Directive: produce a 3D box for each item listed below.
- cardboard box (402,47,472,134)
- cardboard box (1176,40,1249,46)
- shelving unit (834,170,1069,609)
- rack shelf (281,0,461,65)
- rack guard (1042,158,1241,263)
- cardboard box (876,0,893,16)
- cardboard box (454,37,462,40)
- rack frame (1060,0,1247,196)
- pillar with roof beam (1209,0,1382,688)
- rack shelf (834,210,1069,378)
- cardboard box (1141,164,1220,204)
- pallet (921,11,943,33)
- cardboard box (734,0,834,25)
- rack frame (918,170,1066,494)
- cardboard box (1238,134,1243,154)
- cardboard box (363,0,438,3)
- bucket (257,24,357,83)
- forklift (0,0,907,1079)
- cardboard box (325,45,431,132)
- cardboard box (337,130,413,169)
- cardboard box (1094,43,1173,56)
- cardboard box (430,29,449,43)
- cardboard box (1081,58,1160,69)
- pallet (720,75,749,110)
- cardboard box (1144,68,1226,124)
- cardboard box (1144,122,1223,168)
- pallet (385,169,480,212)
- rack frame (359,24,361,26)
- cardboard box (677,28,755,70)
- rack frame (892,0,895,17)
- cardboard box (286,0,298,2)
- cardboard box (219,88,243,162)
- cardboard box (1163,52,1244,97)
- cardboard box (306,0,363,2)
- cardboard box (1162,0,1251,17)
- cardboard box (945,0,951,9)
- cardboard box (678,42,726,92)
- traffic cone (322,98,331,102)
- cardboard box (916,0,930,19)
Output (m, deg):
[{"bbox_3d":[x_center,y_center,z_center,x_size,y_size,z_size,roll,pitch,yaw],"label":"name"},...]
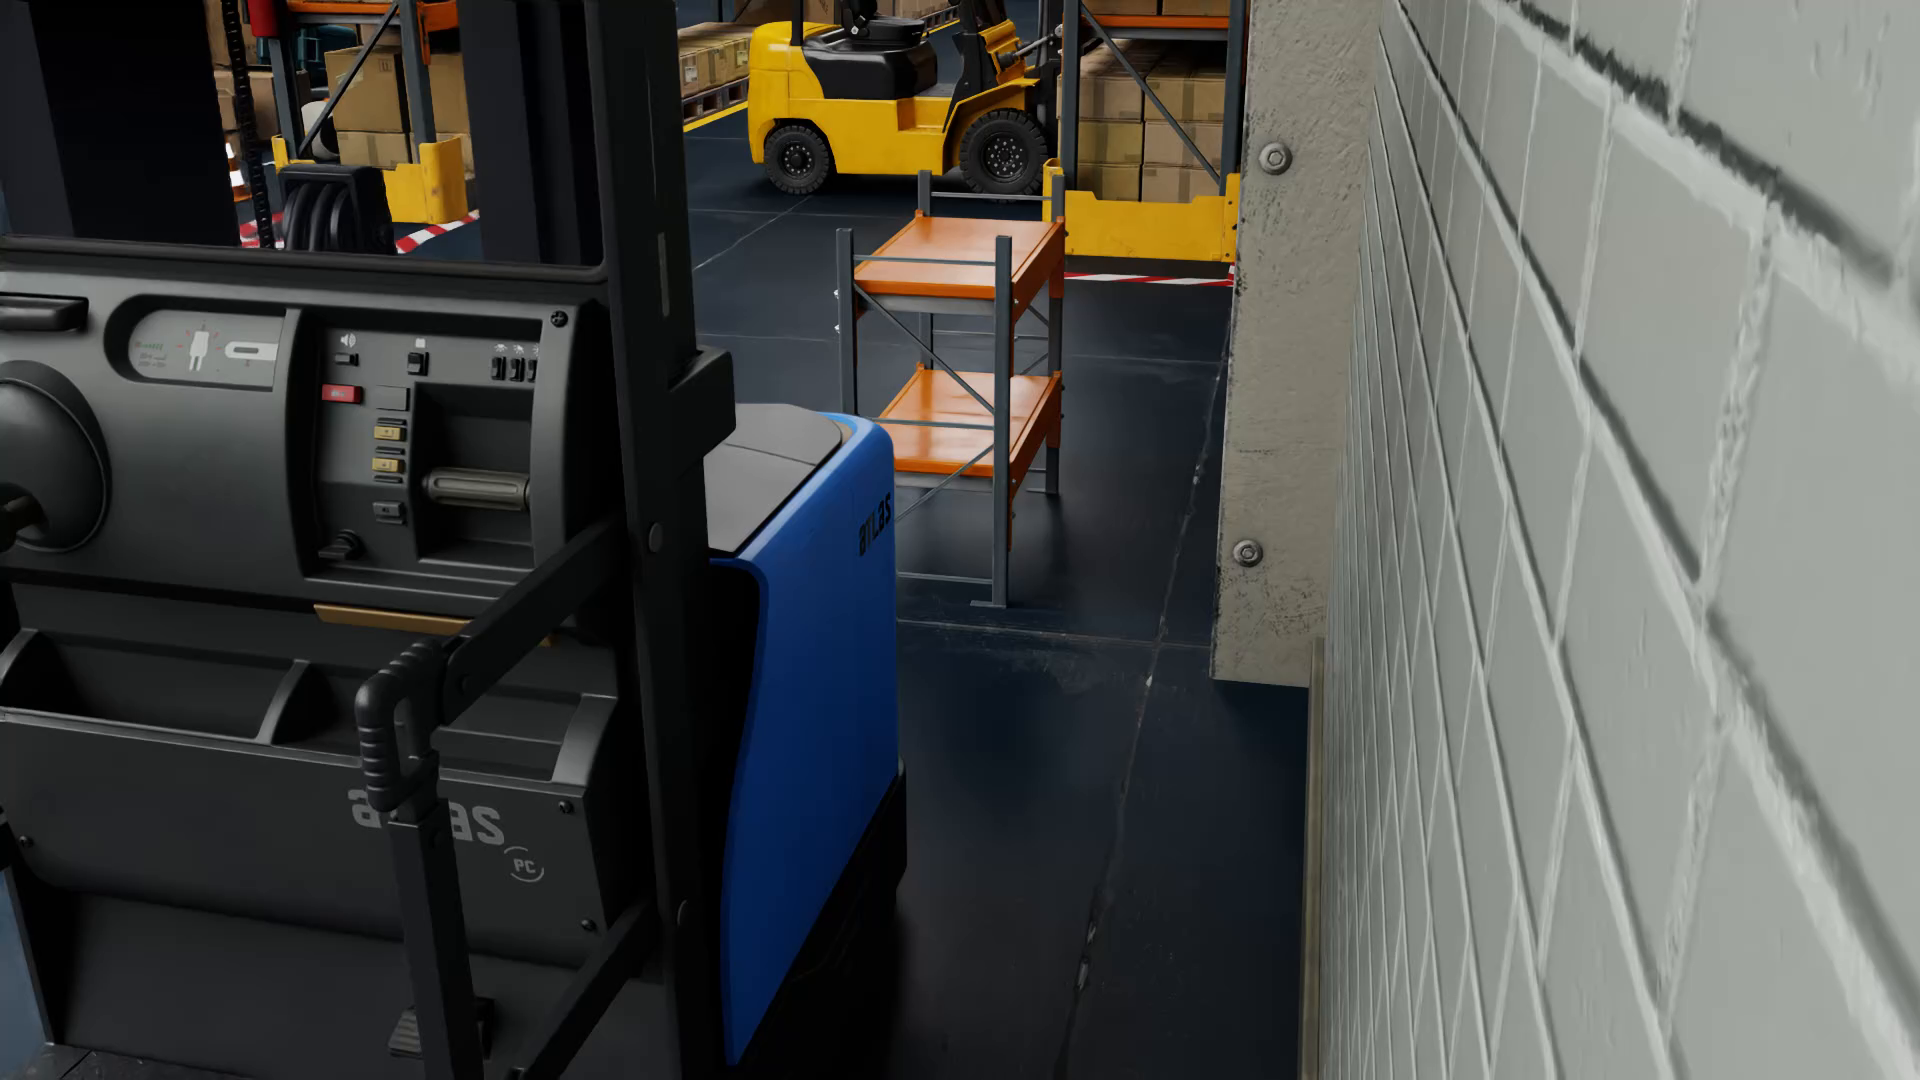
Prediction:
[{"bbox_3d":[-3.342,-3.006,11.097,0.500,0.500,0.500,4,22,9],"label":"cardboard box"},{"bbox_3d":[1.778,-3.360,11.641,0.500,0.250,0.500,5,22,11],"label":"cardboard box"},{"bbox_3d":[0.001,-0.524,5.329,0.538,1.125,1.048,4,22,11],"label":"shelving unit"},{"bbox_3d":[-3.374,-3.854,12.050,1.077,0.370,4.000,4,22,11],"label":"rack shelf"},{"bbox_3d":[1.073,-1.911,9.609,1.175,0.500,0.348,4,22,11],"label":"rack guard"},{"bbox_3d":[-1.382,-6.821,20.737,0.875,0.875,0.875,5,23,13],"label":"cardboard box"},{"bbox_3d":[-3.661,-3.411,12.103,0.500,0.500,0.500,4,22,10],"label":"cardboard box"},{"bbox_3d":[1.078,-3.079,9.163,1.000,3.000,0.127,4,22,11],"label":"rack frame"},{"bbox_3d":[-3.336,-4.182,3.871,9.100,9.000,0.400,4,22,11],"label":"pillar with roof beam"},{"bbox_3d":[0.001,-0.796,5.220,0.538,0.278,1.000,4,22,11],"label":"rack shelf"},{"bbox_3d":[1.370,-2.163,10.008,0.500,0.250,0.500,5,22,11],"label":"cardboard box"},{"bbox_3d":[-0.855,-7.271,23.304,1.003,0.211,1.213,4,22,11],"label":"pallet"},{"bbox_3d":[-1.927,-5.837,18.294,0.875,0.875,0.875,4,22,10],"label":"cardboard box"},{"bbox_3d":[0.105,-0.710,5.791,0.500,1.125,0.032,4,22,11],"label":"rack frame"},{"bbox_3d":[1.591,-2.532,10.924,0.500,0.250,0.500,4,22,10],"label":"cardboard box"},{"bbox_3d":[-3.510,-3.448,10.416,0.380,0.149,0.250,5,22,11],"label":"cardboard box"},{"bbox_3d":[-5.603,-4.221,14.345,0.726,0.611,0.620,13,15,29],"label":"bucket"},{"bbox_3d":[-0.958,-0.117,1.900,1.130,2.935,3.031,5,23,13],"label":"forklift"},{"bbox_3d":[-3.874,-3.036,11.172,0.500,0.500,0.500,5,22,11],"label":"cardboard box"},{"bbox_3d":[-3.876,-2.700,11.342,0.500,0.250,0.500,4,22,11],"label":"cardboard box"},{"bbox_3d":[1.169,-3.212,11.273,0.500,0.250,0.500,4,22,10],"label":"cardboard box"},{"bbox_3d":[-3.810,-3.568,11.624,0.380,0.149,0.250,5,22,12],"label":"cardboard box"},{"bbox_3d":[0.965,-2.842,10.354,0.500,0.250,0.500,5,22,12],"label":"cardboard box"},{"bbox_3d":[-2.562,-4.358,16.071,1.003,0.211,1.213,4,22,11],"label":"pallet"},{"bbox_3d":[1.361,-2.624,9.812,0.500,0.250,0.500,4,22,10],"label":"cardboard box"},{"bbox_3d":[1.377,-2.387,9.893,0.500,0.250,0.500,5,22,12],"label":"cardboard box"},{"bbox_3d":[-3.566,-2.485,11.421,1.003,0.211,1.213,4,22,11],"label":"pallet"},{"bbox_3d":[-7.016,-6.722,18.209,1.000,3.000,0.127,4,22,11],"label":"rack frame"},{"bbox_3d":[-2.417,-4.882,16.594,0.950,0.372,0.625,4,22,10],"label":"cardboard box"},{"bbox_3d":[-1.333,-7.845,20.997,1.000,3.000,0.127,4,22,11],"label":"rack frame"},{"bbox_3d":[-7.403,-5.338,17.221,1.050,0.750,0.750,5,22,12],"label":"cardboard box"},{"bbox_3d":[-5.902,-3.134,12.640,0.797,0.503,0.637,-11,25,-26],"label":"cardboard box"},{"bbox_3d":[1.572,-2.989,10.719,0.500,0.250,0.500,4,22,11],"label":"cardboard box"},{"bbox_3d":[-3.915,-3.493,10.527,0.380,0.149,0.250,5,23,13],"label":"cardboard box"},{"bbox_3d":[1.451,-3.286,9.542,0.500,0.500,0.500,5,23,13],"label":"cardboard box"},{"bbox_3d":[-0.554,-8.065,24.411,0.875,0.438,0.875,4,22,9],"label":"cardboard box"},{"bbox_3d":[-2.718,-4.350,15.275,0.950,0.372,0.625,6,23,14],"label":"cardboard box"},{"bbox_3d":[-6.080,-4.458,15.983,0.336,0.463,0.334,4,22,11],"label":"traffic cone"},{"bbox_3d":[-0.918,-7.400,22.760,0.875,0.438,0.875,4,22,9],"label":"cardboard box"}]
